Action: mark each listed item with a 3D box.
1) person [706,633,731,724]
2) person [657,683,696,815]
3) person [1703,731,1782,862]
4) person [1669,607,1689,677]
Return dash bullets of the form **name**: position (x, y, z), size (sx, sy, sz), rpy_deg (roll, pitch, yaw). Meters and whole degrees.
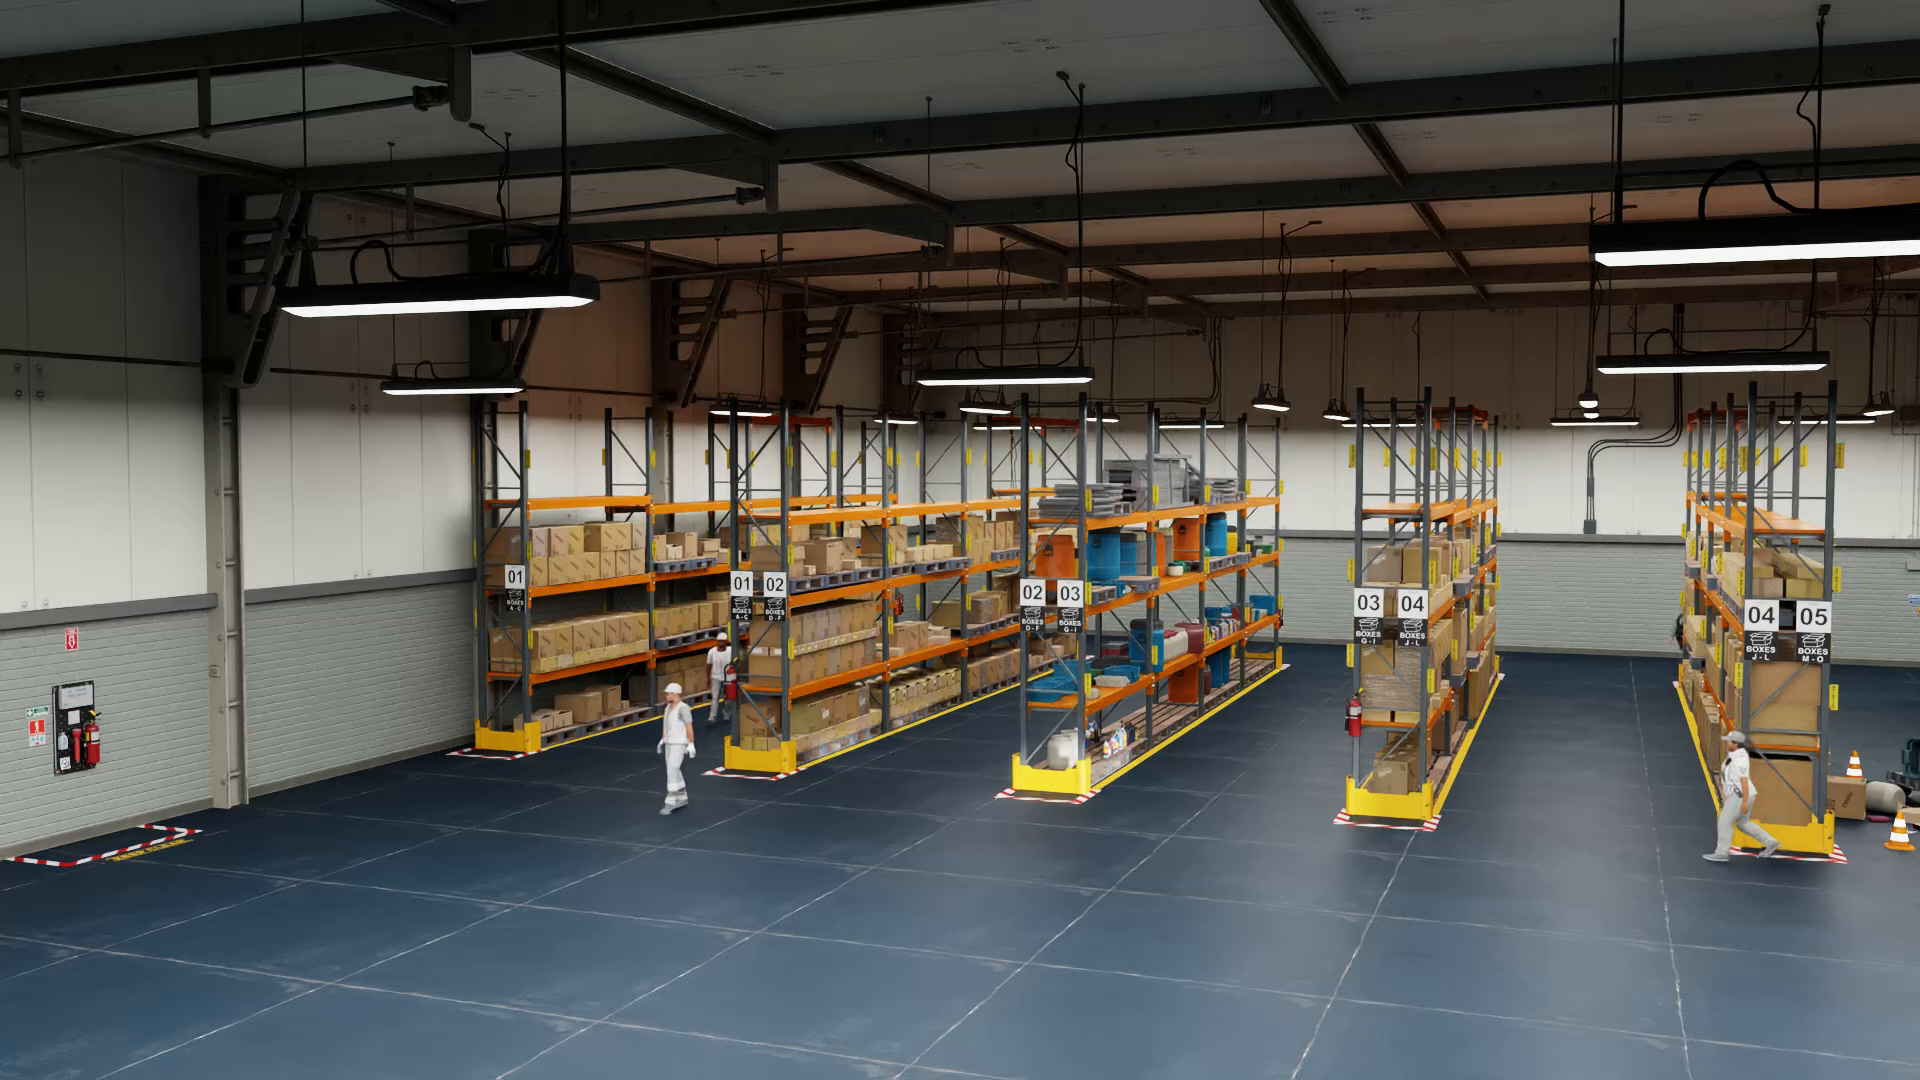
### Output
- **person**: position (-4.480, 2.596, 31.291), size (0.590, 1.699, 1.082), rpy_deg (0, 3, -8)
- **person**: position (-4.147, 2.953, 23.766), size (0.638, 1.791, 0.628), rpy_deg (-2, 4, -39)
- **person**: position (9.710, 3.173, 20.613), size (0.916, 1.623, 0.496), rpy_deg (1, 3, 17)
- **person**: position (16.644, 2.291, 38.176), size (1.098, 1.652, 0.578), rpy_deg (-2, 3, -33)
